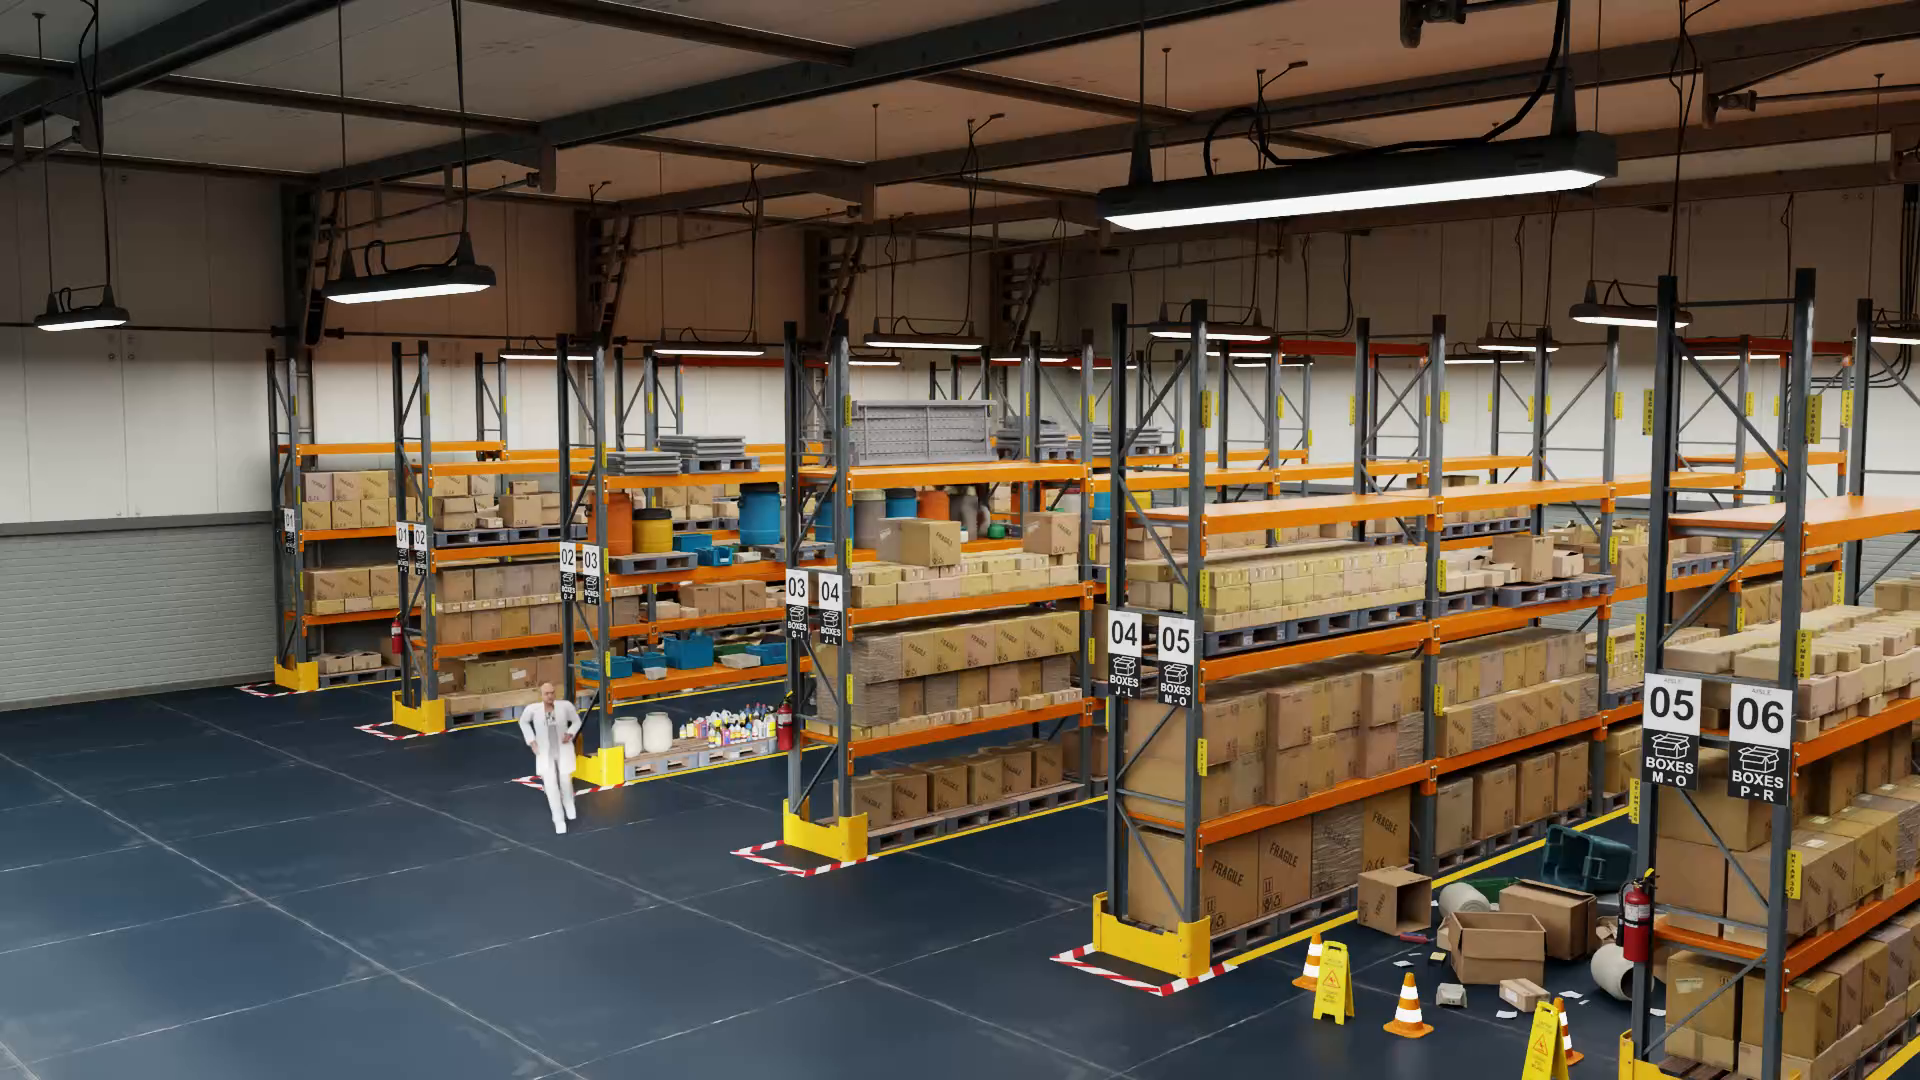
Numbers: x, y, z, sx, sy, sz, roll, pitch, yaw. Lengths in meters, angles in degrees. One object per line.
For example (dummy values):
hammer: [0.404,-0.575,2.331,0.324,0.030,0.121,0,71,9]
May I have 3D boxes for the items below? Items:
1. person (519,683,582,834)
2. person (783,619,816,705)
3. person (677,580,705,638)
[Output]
person: [-4.899,2.553,19.912,0.732,1.757,0.948,-1,5,-8]
person: [-2.704,2.045,27.599,0.555,1.558,0.773,0,5,4]
person: [-5.362,1.496,33.148,0.694,1.601,0.859,2,5,24]
